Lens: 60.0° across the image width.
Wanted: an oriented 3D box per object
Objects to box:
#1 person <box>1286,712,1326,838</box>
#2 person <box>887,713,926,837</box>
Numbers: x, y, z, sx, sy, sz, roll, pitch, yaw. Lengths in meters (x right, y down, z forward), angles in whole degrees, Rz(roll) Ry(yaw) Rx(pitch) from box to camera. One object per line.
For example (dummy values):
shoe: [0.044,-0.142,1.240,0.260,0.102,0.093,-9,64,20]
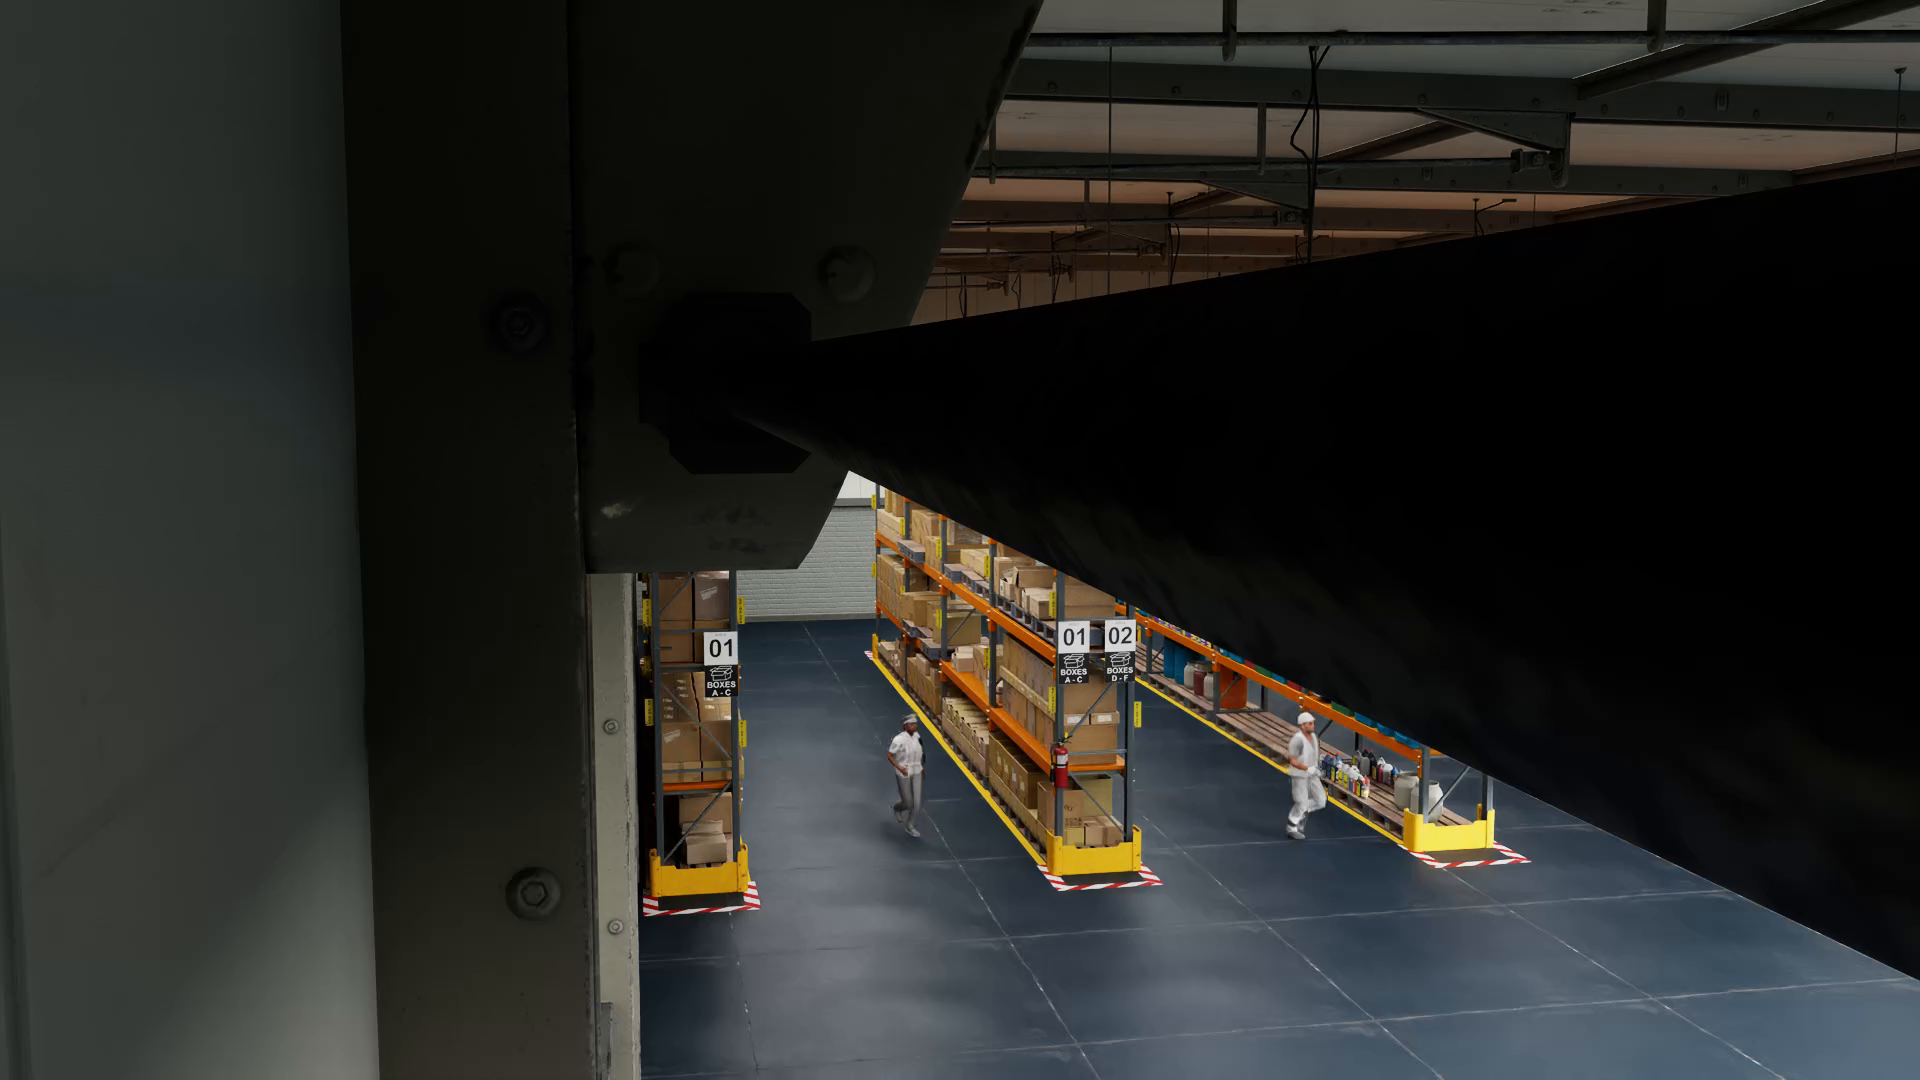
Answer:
person: [4.678,3.170,22.333,0.661,1.735,0.642,-5,8,-42]
person: [-0.727,3.184,22.714,0.576,1.682,0.601,-4,7,-35]
